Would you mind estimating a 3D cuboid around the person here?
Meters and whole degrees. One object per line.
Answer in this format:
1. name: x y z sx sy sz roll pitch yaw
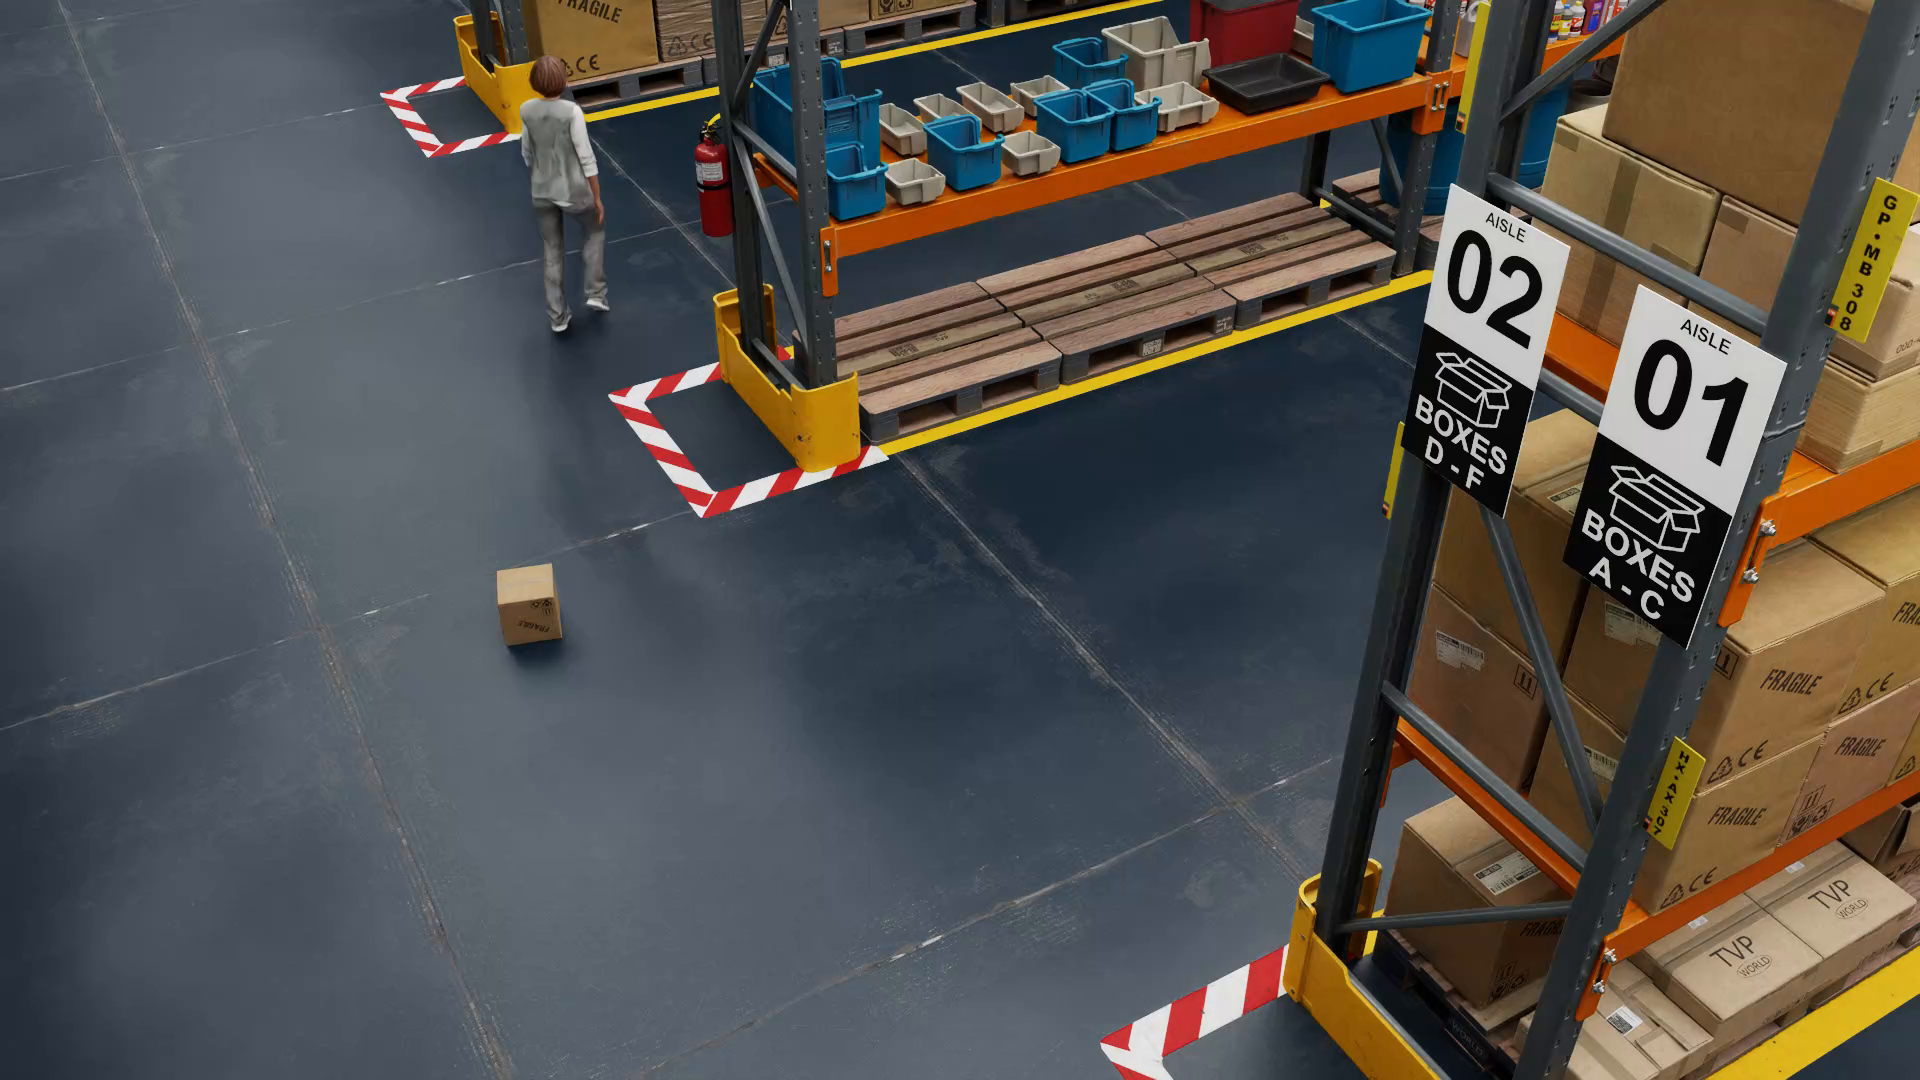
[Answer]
1. person: -2.254 -1.942 9.504 0.526 1.626 0.519 5 38 7
